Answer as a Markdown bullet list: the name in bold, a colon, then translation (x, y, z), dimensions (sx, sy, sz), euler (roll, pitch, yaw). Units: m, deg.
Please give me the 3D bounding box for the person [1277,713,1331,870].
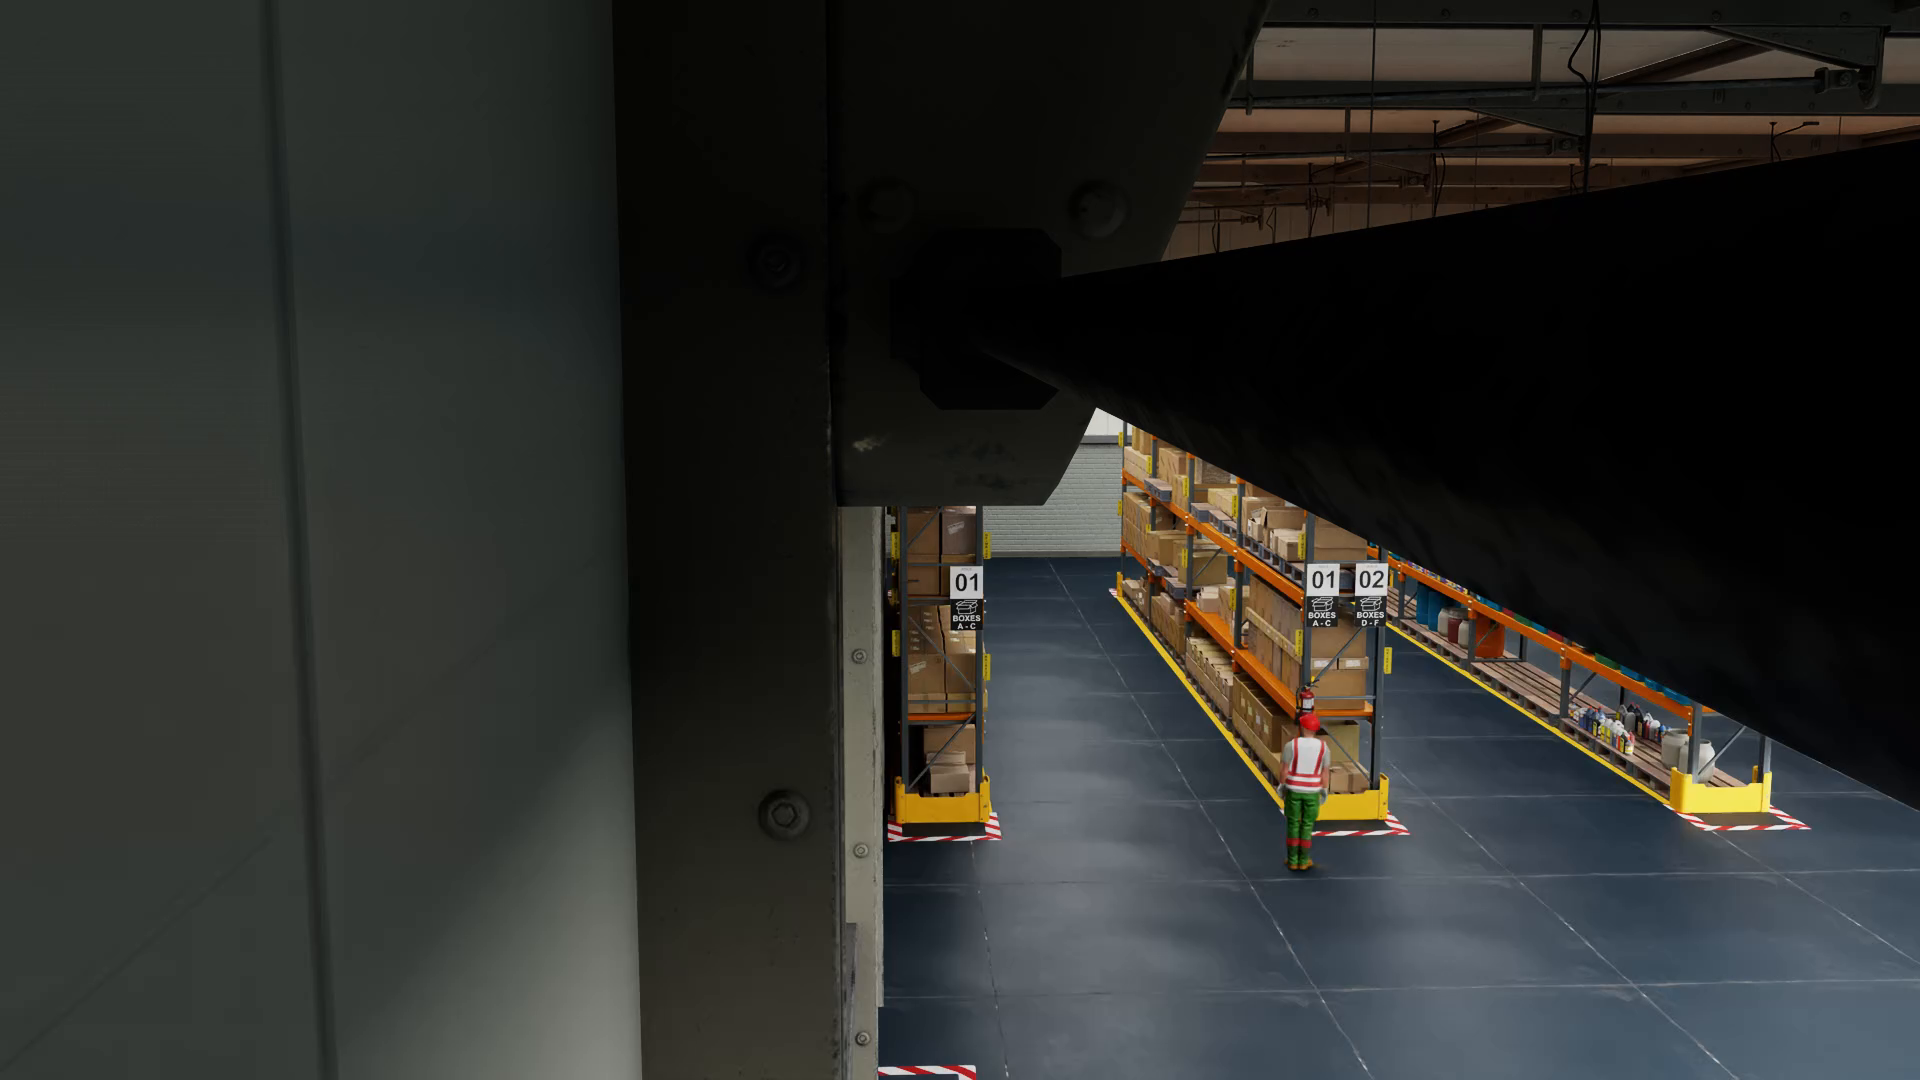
- **person**: translation (3.866, 2.818, 18.718), dimensions (0.583, 1.788, 0.370), euler (3, 8, 17)
